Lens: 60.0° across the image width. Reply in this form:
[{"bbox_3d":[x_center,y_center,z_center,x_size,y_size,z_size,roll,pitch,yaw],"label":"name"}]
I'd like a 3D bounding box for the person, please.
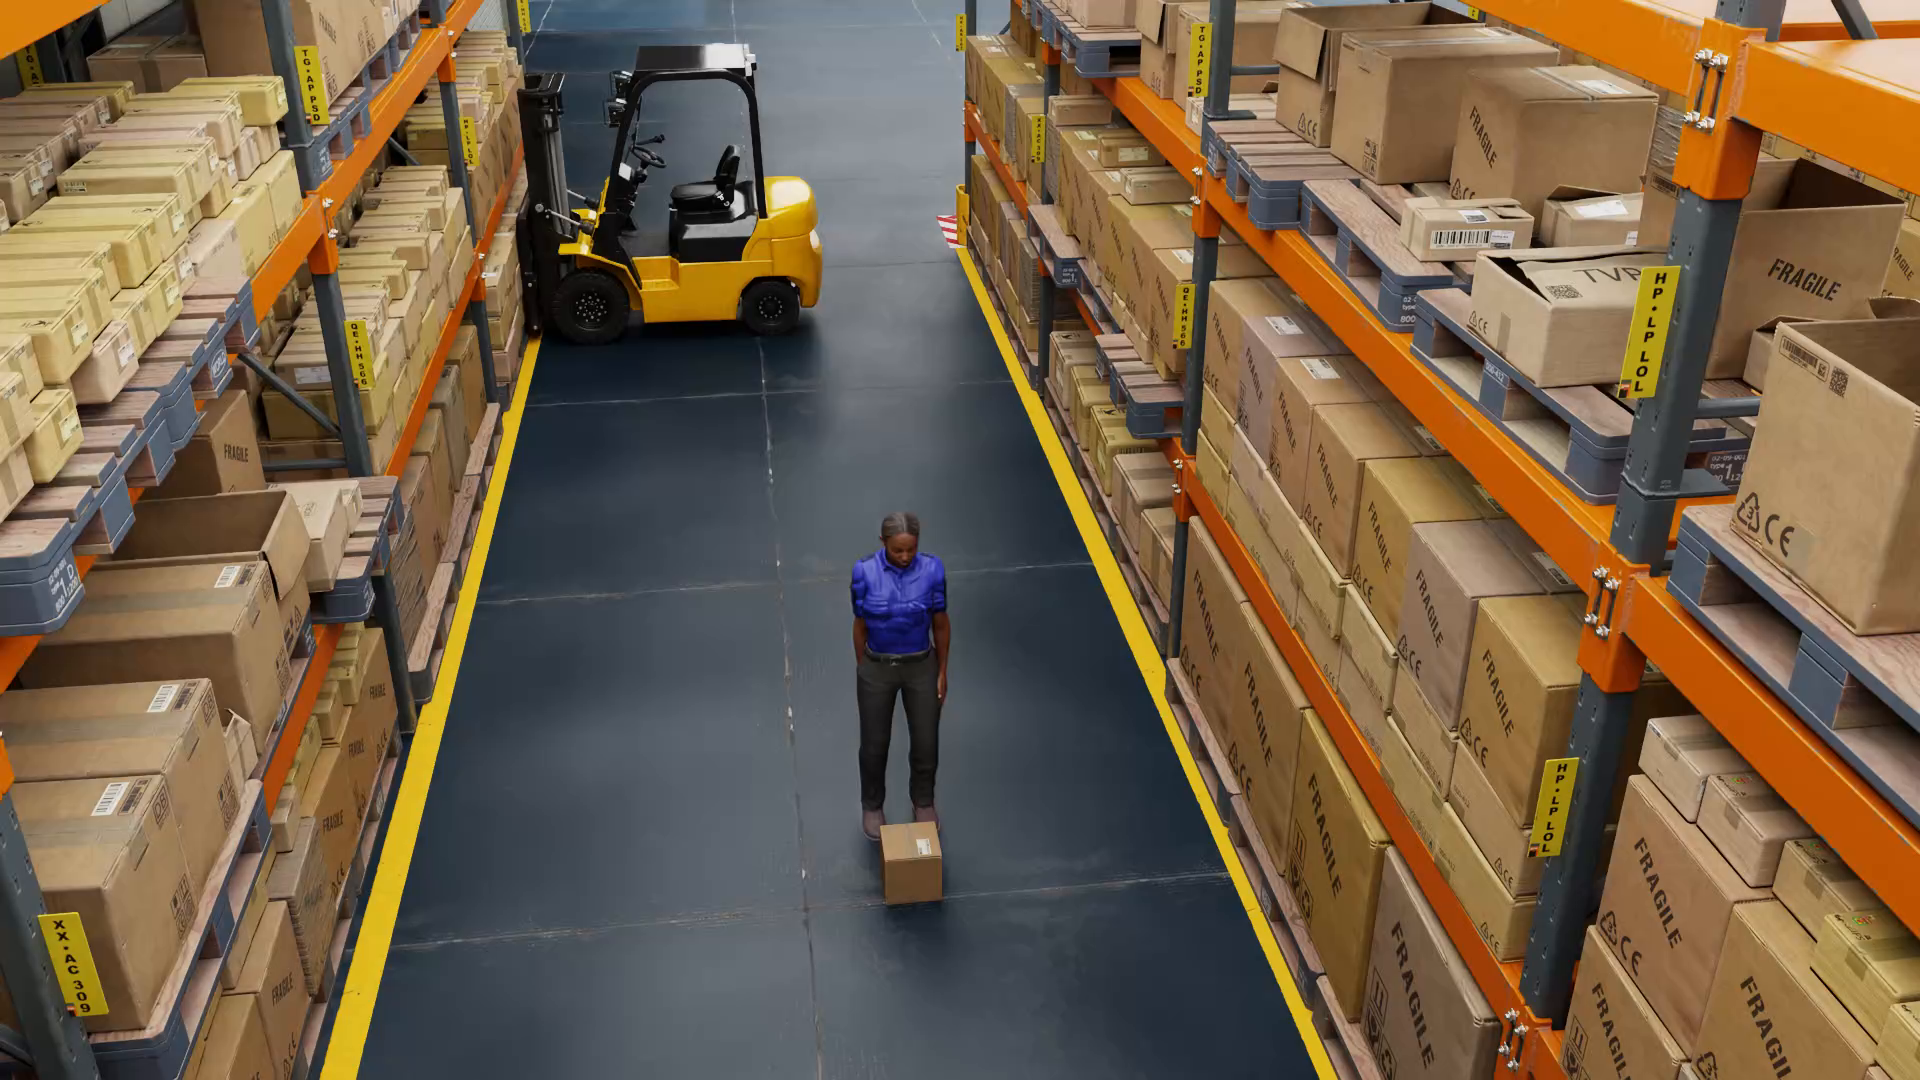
[{"bbox_3d":[-0.259,0.601,7.482,0.440,1.658,0.305,-3,27,-6],"label":"person"}]
